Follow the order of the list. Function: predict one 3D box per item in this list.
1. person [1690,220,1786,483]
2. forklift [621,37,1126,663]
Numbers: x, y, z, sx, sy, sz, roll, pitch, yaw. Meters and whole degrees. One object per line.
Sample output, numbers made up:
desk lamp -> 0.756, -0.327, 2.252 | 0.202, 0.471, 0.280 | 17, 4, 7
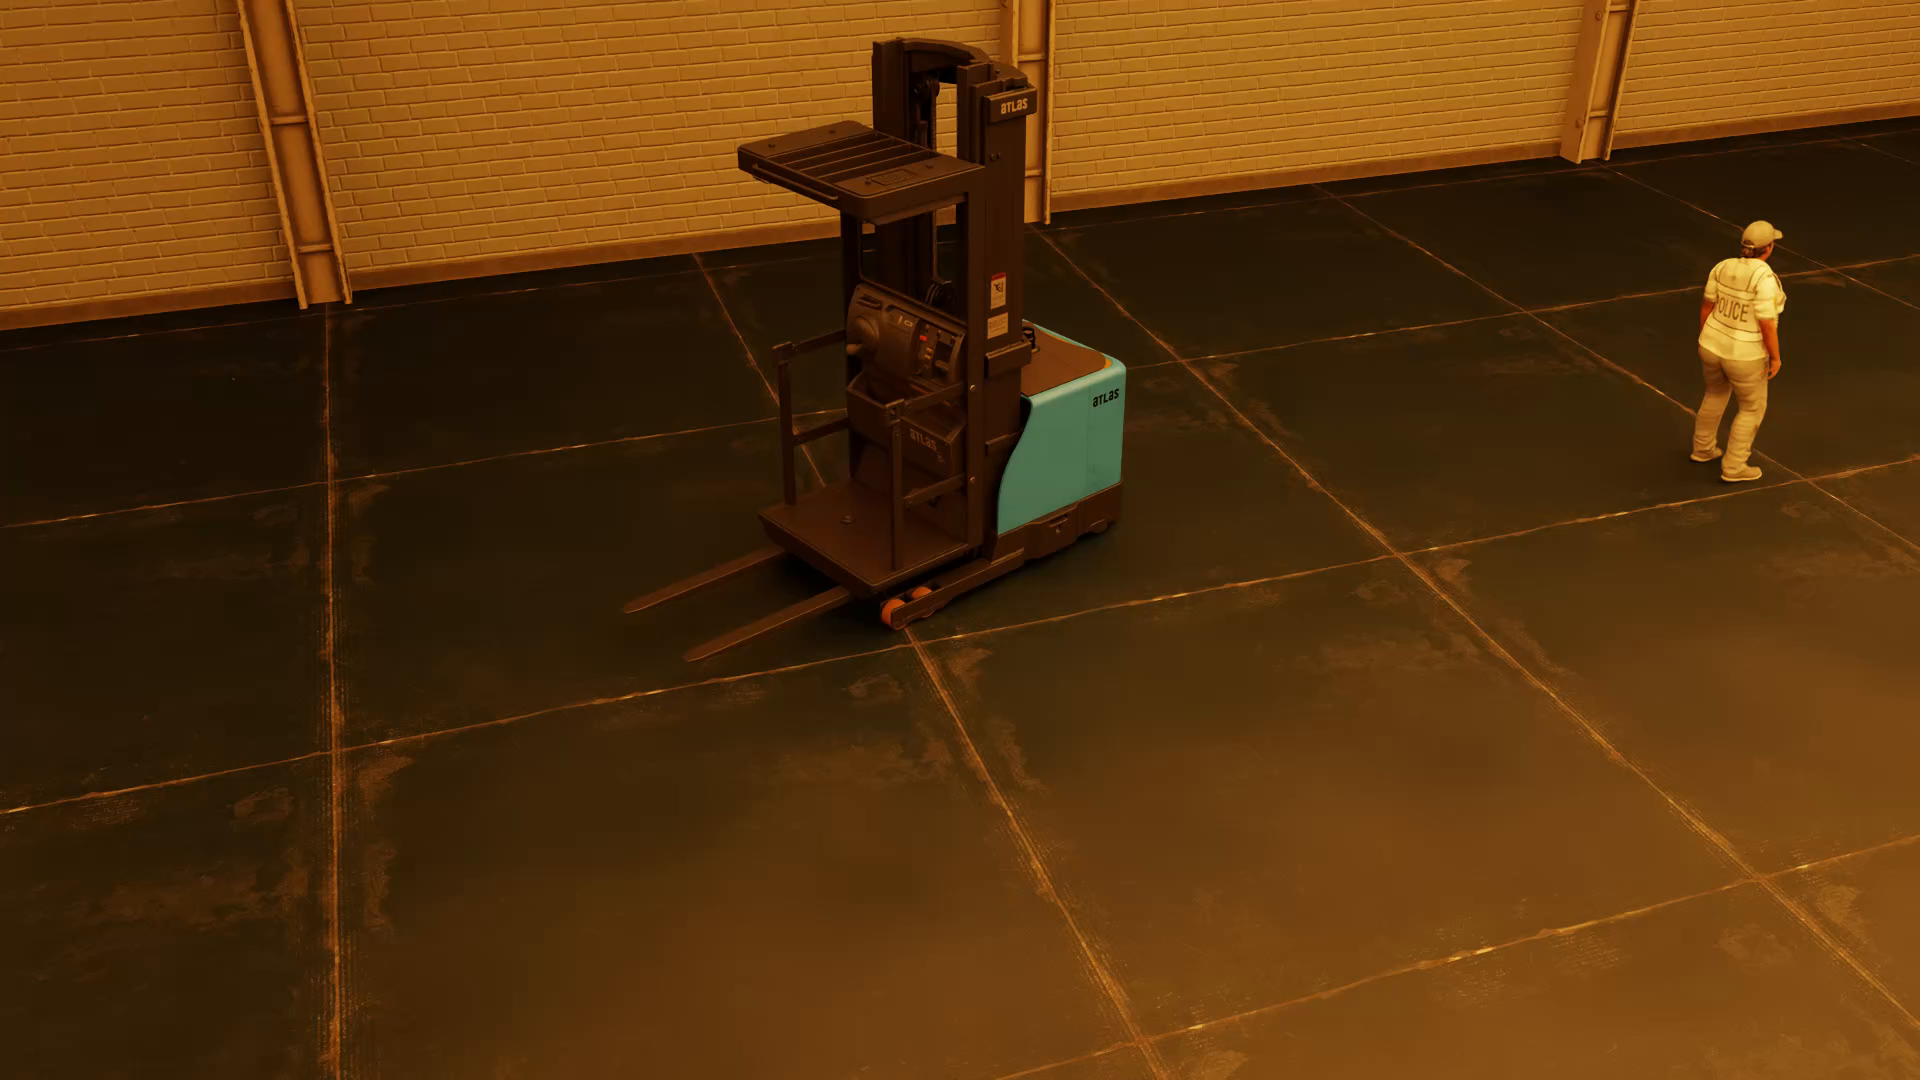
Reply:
person -> 4.911, -1.186, 10.438 | 0.450, 1.688, 0.558 | -13, 32, -21
forklift -> -0.461, -1.072, 8.951 | 3.031, 2.935, 1.130 | -23, 37, -34
